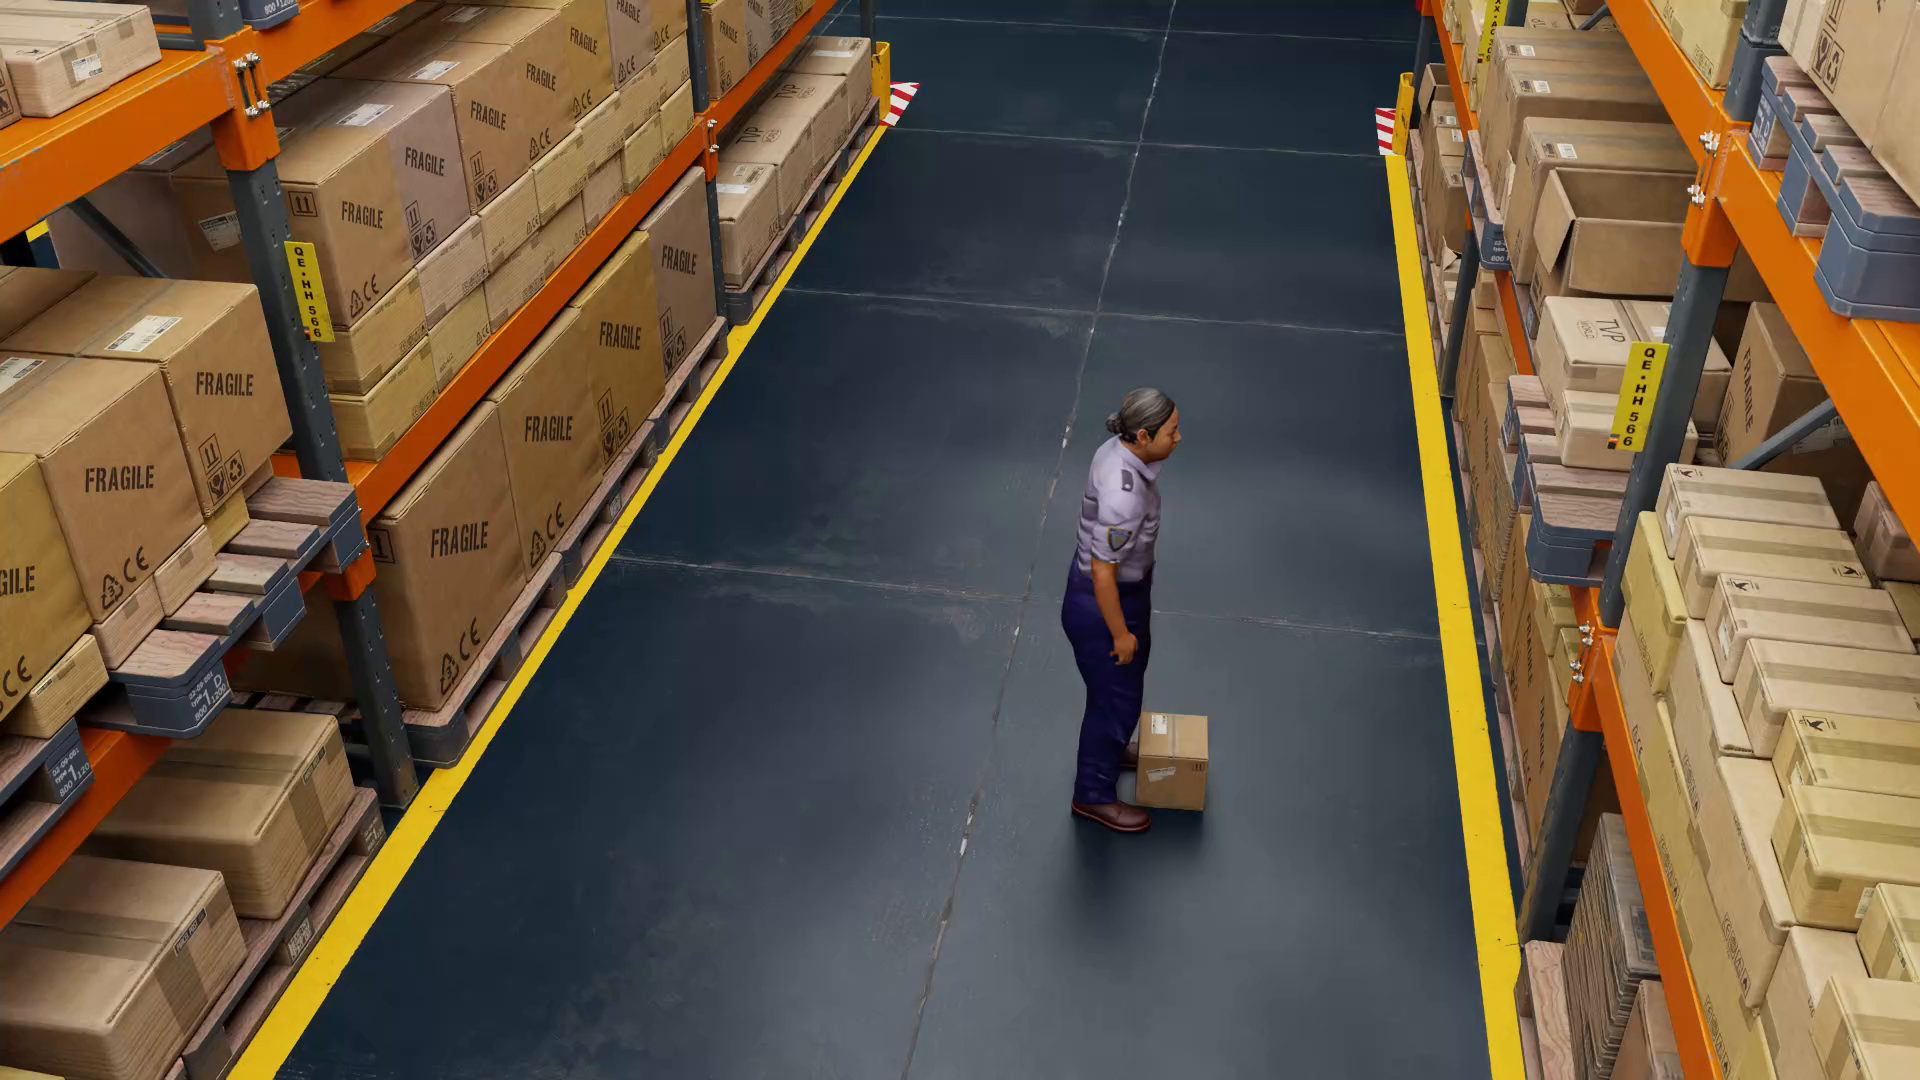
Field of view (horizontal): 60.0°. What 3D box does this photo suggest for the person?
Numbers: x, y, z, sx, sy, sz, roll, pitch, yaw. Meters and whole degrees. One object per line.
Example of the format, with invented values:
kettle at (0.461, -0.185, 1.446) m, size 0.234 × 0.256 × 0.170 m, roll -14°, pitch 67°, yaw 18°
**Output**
person at (0.549, 0.222, 5.810) m, size 0.370 × 1.638 × 0.539 m, roll 6°, pitch 33°, yaw 9°
